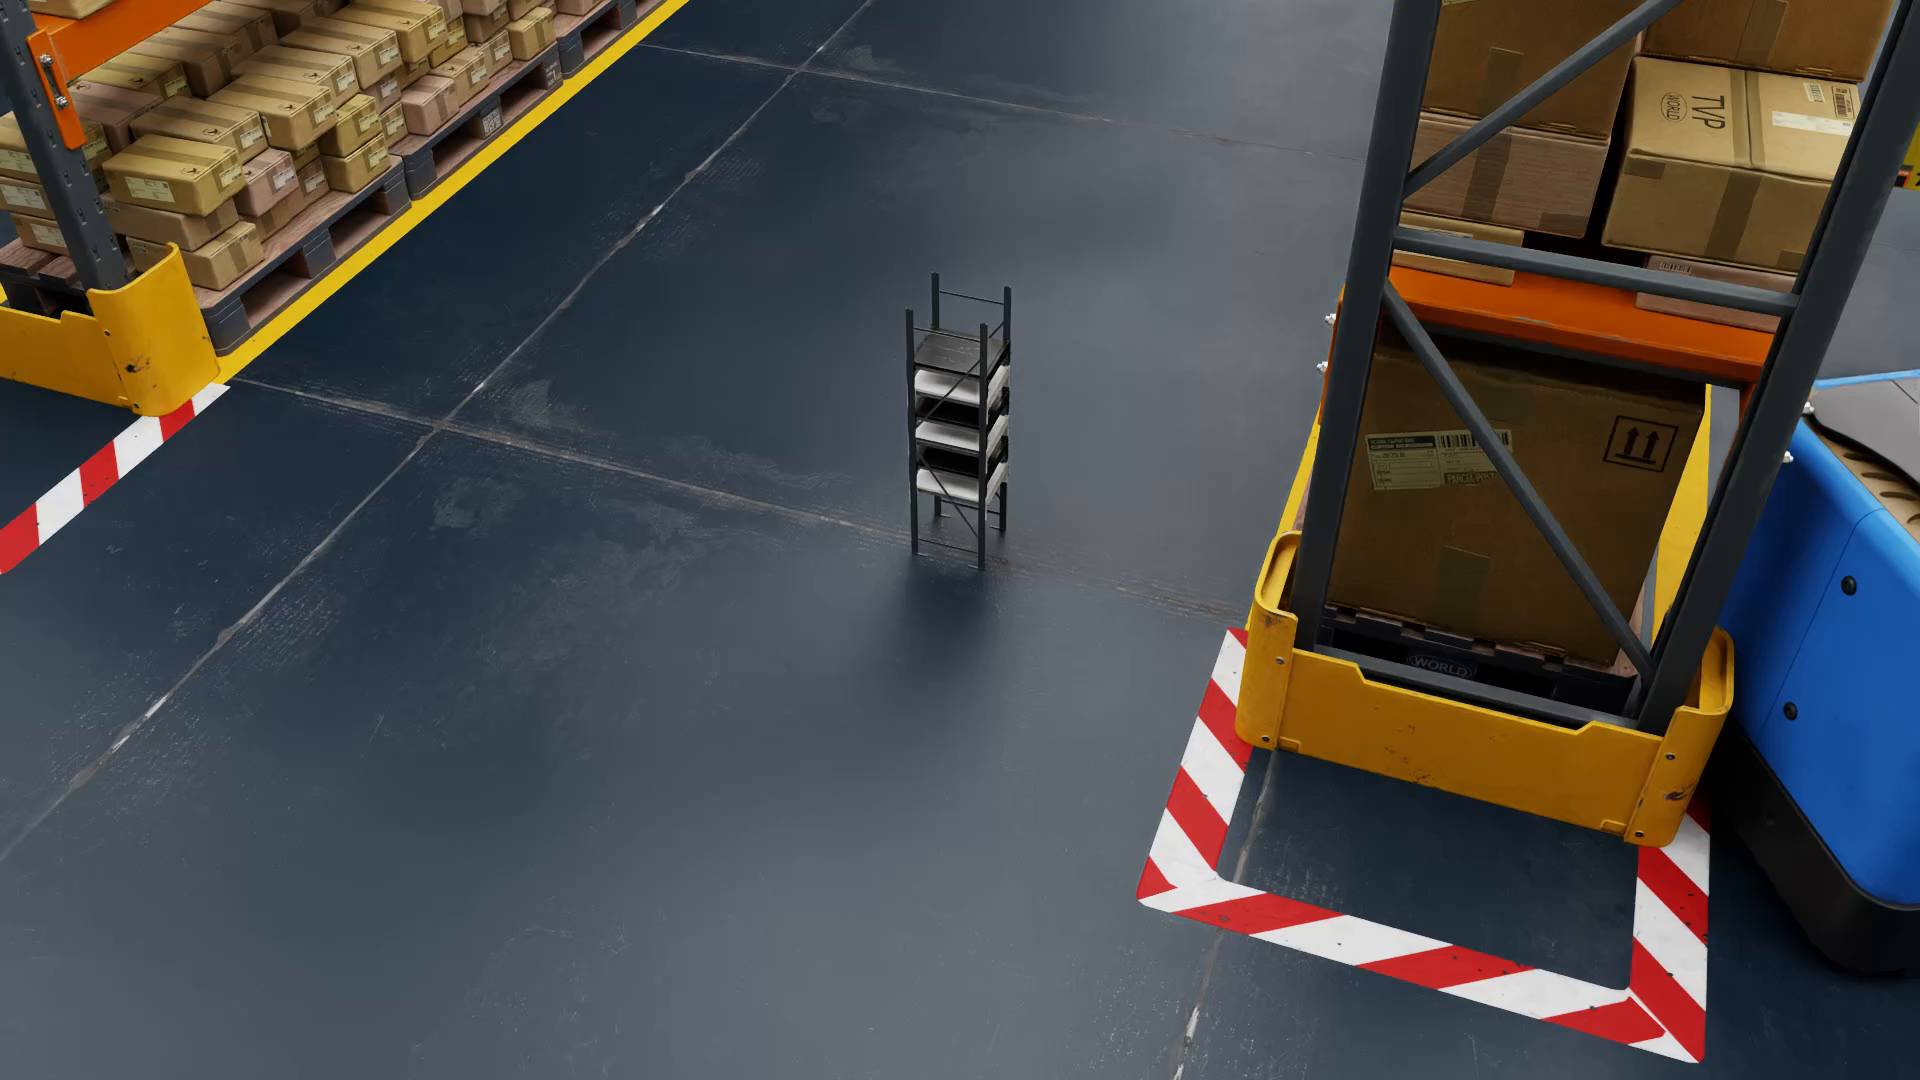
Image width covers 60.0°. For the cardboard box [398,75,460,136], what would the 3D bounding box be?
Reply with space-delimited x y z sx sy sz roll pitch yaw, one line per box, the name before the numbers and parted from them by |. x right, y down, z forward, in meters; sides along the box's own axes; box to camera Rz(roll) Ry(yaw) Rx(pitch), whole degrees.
cardboard box | -2.338 -1.837 6.965 0.380 0.149 0.250 11 42 13

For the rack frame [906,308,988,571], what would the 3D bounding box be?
rack frame | -0.038 -0.275 4.879 0.240 0.900 0.006 13 42 15

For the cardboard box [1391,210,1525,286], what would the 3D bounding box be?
cardboard box | 1.175 -0.773 4.039 0.380 0.149 0.250 14 42 16

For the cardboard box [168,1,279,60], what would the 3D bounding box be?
cardboard box | -3.024 -2.069 6.778 0.380 0.149 0.250 15 43 17

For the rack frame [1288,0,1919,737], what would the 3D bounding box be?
rack frame | 1.363 -0.579 3.617 1.000 3.000 0.127 13 42 15

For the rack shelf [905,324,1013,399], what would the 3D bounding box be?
rack shelf | -0.003 -0.517 4.799 0.258 0.077 0.200 13 42 15

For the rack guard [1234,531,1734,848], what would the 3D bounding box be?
rack guard | 1.354 0.387 4.411 1.175 0.500 0.348 13 42 15

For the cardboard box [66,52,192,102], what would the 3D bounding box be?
cardboard box | -3.212 -1.749 6.403 0.380 0.149 0.250 12 42 14

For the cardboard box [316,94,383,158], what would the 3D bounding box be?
cardboard box | -2.506 -1.648 6.514 0.380 0.149 0.250 15 43 16

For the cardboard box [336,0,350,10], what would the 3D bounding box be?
cardboard box | -2.767 -2.371 7.132 0.380 0.149 0.250 13 42 15

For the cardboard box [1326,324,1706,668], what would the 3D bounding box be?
cardboard box | 1.506 -0.338 4.649 0.875 0.875 0.875 13 42 15

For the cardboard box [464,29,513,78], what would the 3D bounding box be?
cardboard box | -2.216 -2.166 7.350 0.380 0.149 0.250 14 42 16

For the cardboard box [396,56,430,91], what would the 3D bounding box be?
cardboard box | -2.451 -2.006 6.933 0.380 0.149 0.250 15 43 17

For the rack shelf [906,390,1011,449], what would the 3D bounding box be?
rack shelf | -0.003 -0.381 4.915 0.258 0.077 0.200 13 42 15

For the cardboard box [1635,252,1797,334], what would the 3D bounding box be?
cardboard box | 1.794 -0.626 3.867 0.380 0.149 0.250 14 42 16

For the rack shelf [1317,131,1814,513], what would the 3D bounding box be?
rack shelf | 2.047 -1.525 5.281 1.077 0.370 4.000 13 42 15

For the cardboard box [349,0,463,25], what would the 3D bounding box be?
cardboard box | -2.338 -2.269 7.012 0.380 0.149 0.250 13 42 15

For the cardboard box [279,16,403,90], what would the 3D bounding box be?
cardboard box | -2.467 -1.944 6.632 0.380 0.149 0.250 15 43 17

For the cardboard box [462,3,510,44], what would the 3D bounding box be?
cardboard box | -2.218 -2.322 7.304 0.380 0.149 0.250 11 42 13

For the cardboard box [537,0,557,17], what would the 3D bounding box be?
cardboard box | -2.111 -2.492 7.733 0.380 0.149 0.250 12 42 14

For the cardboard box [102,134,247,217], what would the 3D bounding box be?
cardboard box | -2.765 -1.287 5.862 0.380 0.149 0.250 11 42 13

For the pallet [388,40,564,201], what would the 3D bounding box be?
pallet | -2.508 -1.956 7.380 1.003 0.211 1.213 13 42 15

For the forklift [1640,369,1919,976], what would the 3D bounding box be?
forklift | 3.471 -0.530 3.613 3.031 2.935 1.130 -7 41 -8

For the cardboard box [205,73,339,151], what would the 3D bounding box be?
cardboard box | -2.578 -1.607 6.237 0.380 0.149 0.250 13 42 15

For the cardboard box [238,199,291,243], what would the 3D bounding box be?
cardboard box | -2.771 -1.243 6.269 0.380 0.149 0.250 13 42 15

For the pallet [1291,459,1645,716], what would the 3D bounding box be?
pallet | 1.563 -0.023 5.114 1.003 0.211 1.213 13 42 15

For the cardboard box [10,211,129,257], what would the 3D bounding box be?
cardboard box | -3.280 -1.184 6.199 0.380 0.149 0.250 14 42 16

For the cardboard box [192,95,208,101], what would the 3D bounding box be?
cardboard box | -2.987 -1.773 6.661 0.380 0.149 0.250 13 42 15

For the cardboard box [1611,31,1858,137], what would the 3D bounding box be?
cardboard box | 1.952 -1.186 4.216 0.500 0.250 0.500 13 42 15

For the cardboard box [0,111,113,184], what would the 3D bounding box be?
cardboard box | -3.321 -1.422 6.020 0.380 0.149 0.250 14 42 16

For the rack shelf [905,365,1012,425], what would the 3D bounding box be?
rack shelf | -0.003 -0.449 4.857 0.258 0.077 0.200 13 42 15

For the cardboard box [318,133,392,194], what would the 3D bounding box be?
cardboard box | -2.502 -1.527 6.602 0.380 0.149 0.250 14 42 16

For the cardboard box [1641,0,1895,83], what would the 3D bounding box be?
cardboard box | 1.952 -1.458 3.956 0.500 0.500 0.500 12 42 14

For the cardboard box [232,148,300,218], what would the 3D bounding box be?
cardboard box | -2.697 -1.347 6.161 0.380 0.149 0.250 13 42 15

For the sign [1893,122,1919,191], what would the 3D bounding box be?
sign | 1.882 -0.811 3.162 0.100 0.325 0.005 13 42 15

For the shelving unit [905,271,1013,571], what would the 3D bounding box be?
shelving unit | -0.003 -0.337 4.952 0.258 0.900 0.210 13 42 15

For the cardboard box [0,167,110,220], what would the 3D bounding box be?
cardboard box | -3.351 -1.315 6.124 0.380 0.149 0.250 12 42 14
